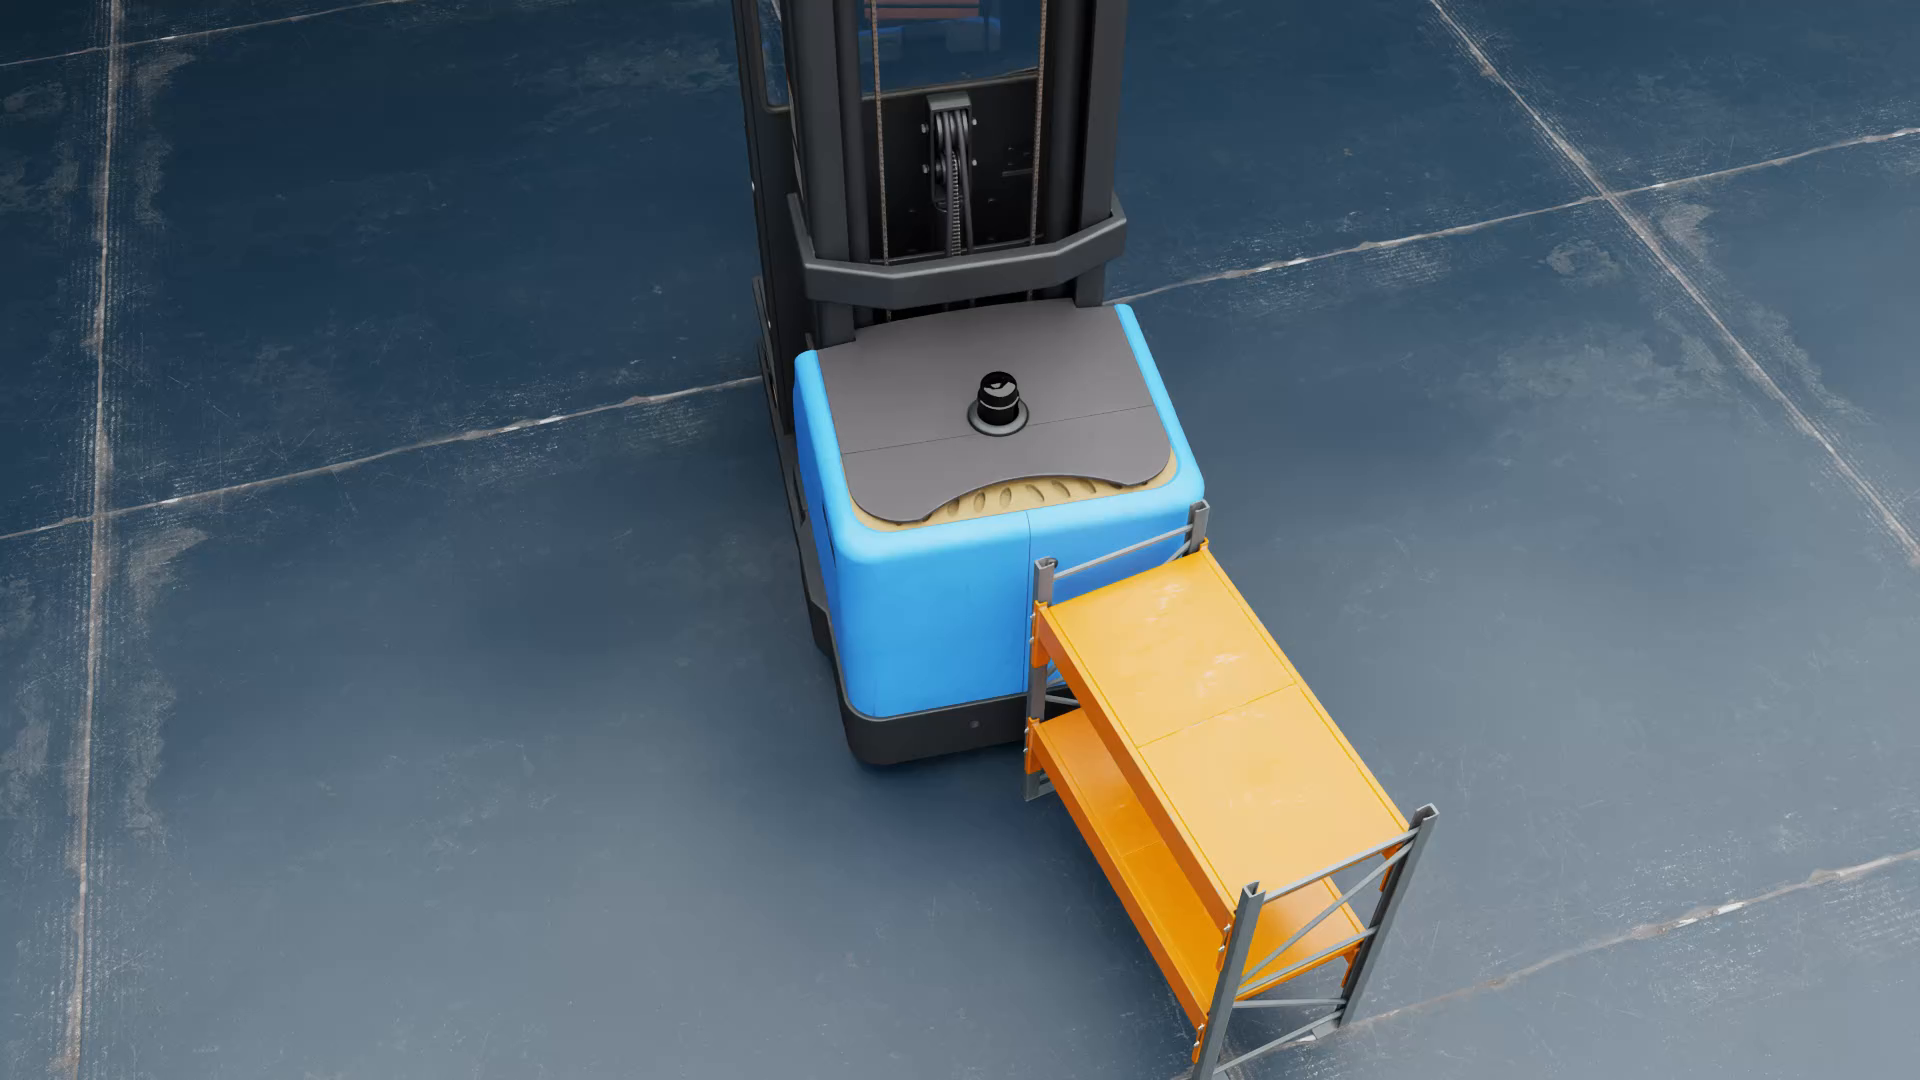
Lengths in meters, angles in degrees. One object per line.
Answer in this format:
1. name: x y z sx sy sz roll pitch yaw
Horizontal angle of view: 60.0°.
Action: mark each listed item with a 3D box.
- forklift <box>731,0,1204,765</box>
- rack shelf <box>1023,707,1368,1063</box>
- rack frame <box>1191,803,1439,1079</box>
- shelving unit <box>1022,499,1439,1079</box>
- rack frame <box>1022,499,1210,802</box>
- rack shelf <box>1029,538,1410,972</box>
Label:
1. forklift: -0.133 -1.412 5.023 1.130 2.935 3.031 -9 51 -8
2. rack shelf: 0.636 0.856 4.613 0.538 0.278 1.000 -20 53 -16
3. rack frame: 0.851 1.051 4.129 0.500 1.125 0.032 -20 53 -16
4. shelving unit: 0.636 0.698 4.426 0.538 1.125 1.048 -20 53 -16
5. rack frame: 0.422 0.346 4.723 0.500 1.125 0.032 -20 53 -16
6. rack shelf: 0.636 0.510 4.202 0.538 0.278 1.000 -20 53 -16
